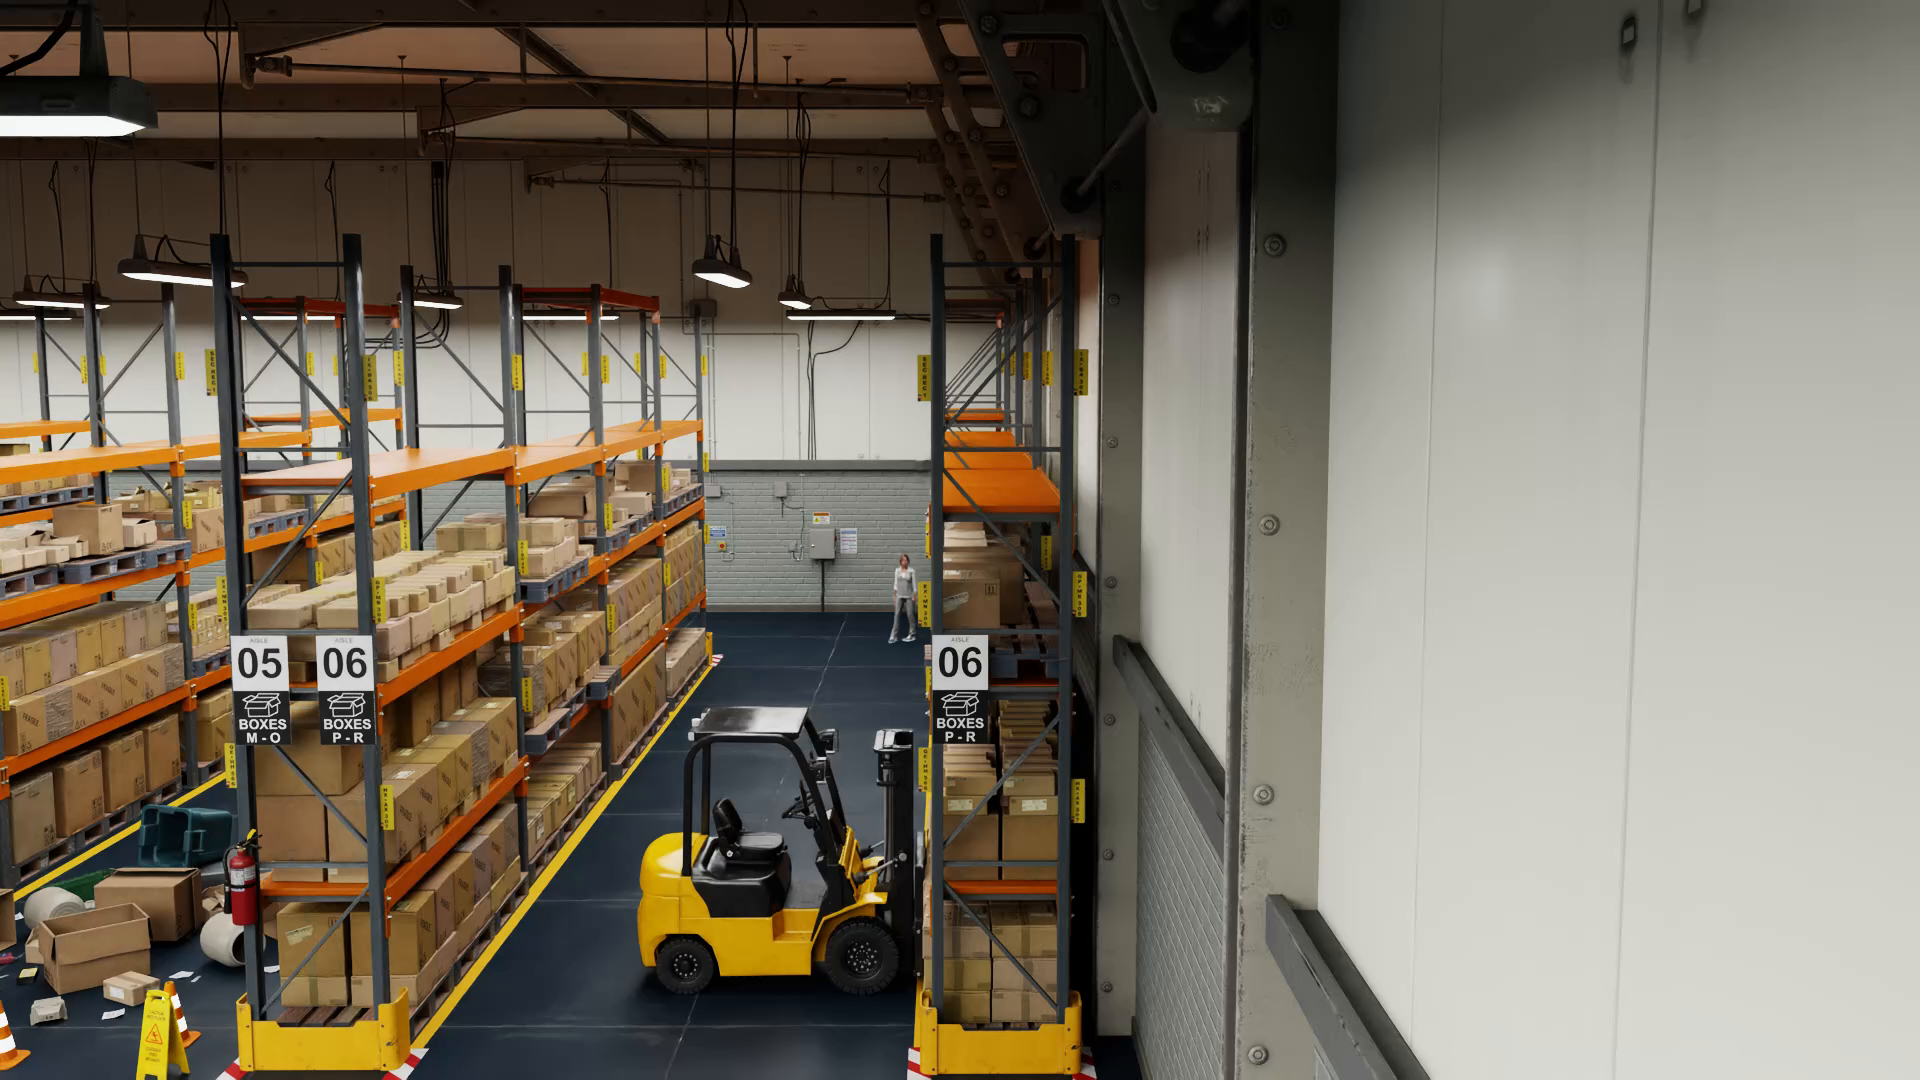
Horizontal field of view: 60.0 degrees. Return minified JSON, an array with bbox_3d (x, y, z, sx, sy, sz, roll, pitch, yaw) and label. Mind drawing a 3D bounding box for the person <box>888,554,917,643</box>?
[{"bbox_3d":[-1.033,1.061,30.109,0.438,1.597,0.571,3,7,27],"label":"person"}]
